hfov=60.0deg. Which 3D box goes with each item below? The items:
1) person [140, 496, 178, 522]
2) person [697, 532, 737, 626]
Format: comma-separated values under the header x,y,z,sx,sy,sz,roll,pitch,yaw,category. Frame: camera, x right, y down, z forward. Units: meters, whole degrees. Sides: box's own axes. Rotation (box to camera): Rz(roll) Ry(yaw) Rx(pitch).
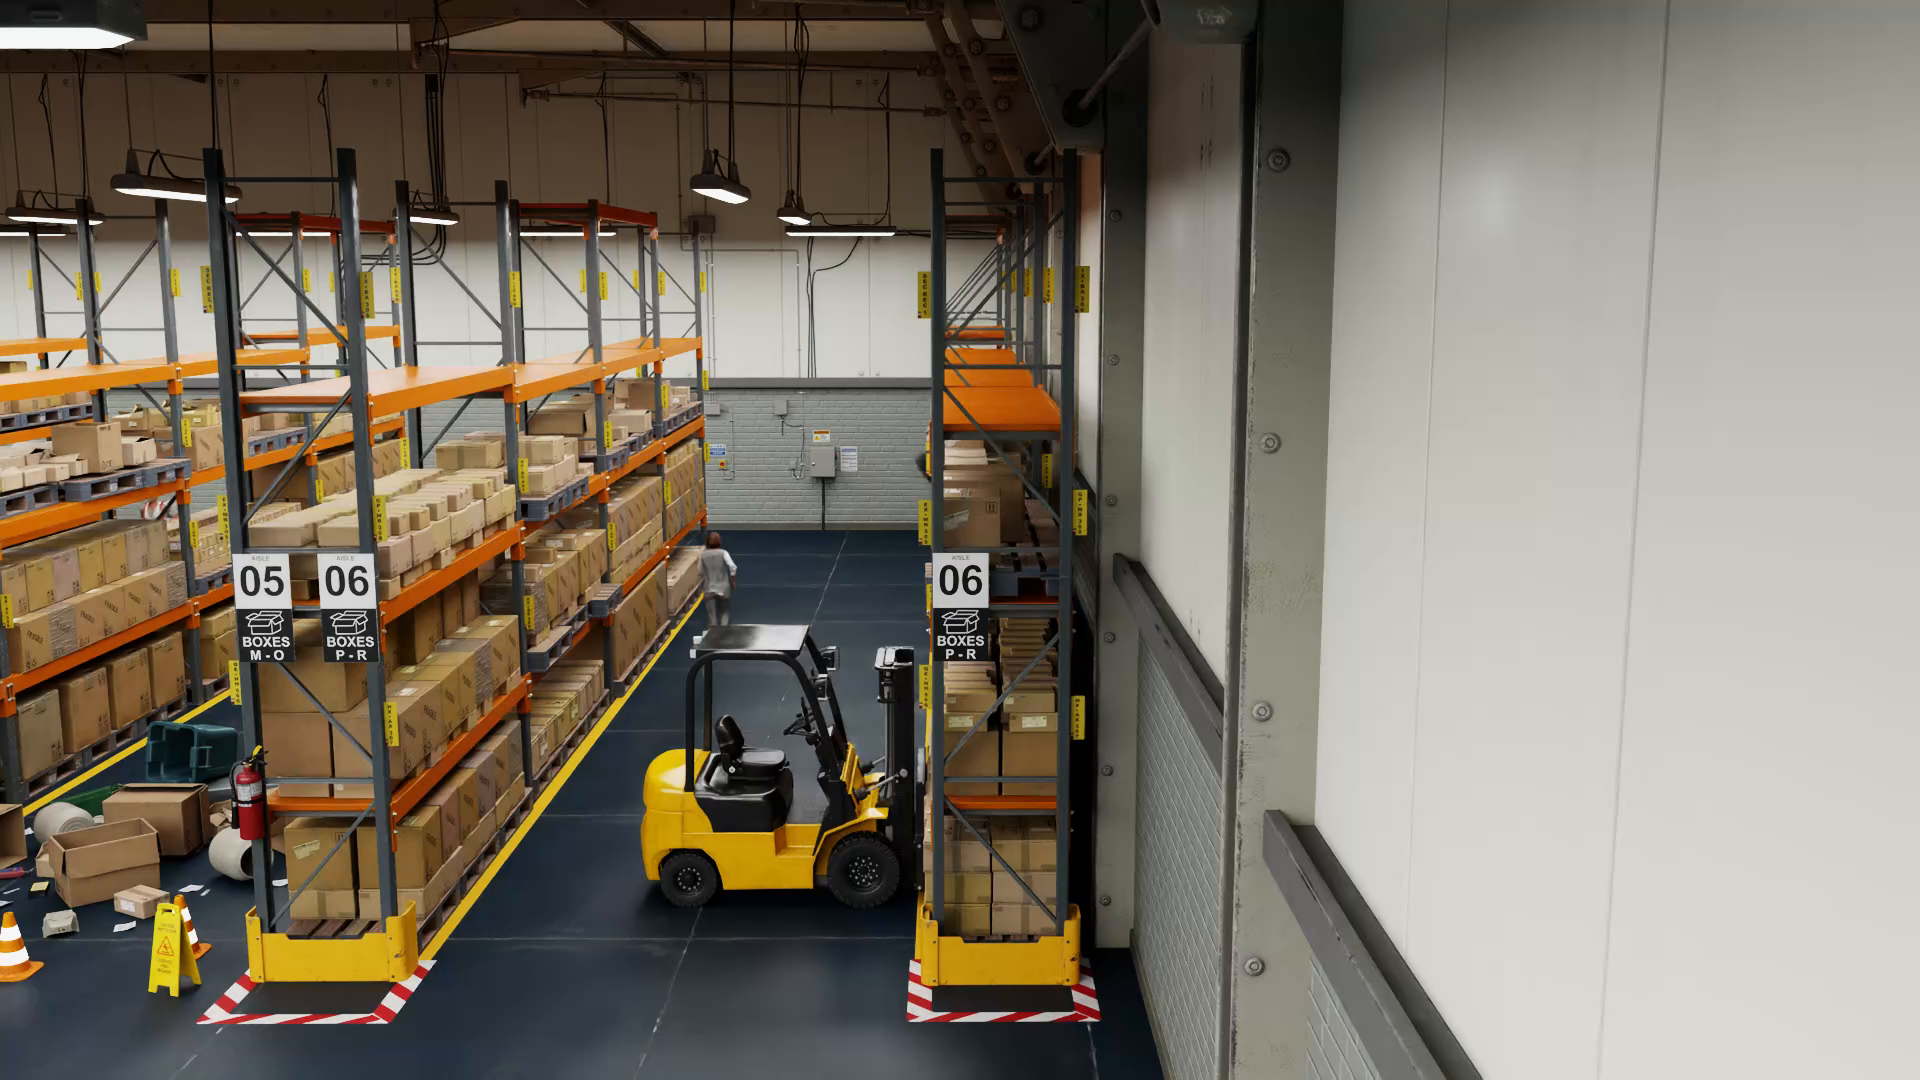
x,y,z,sx,sy,sz,roll,pitch,yaw,category
-12.904,0.007,26.818,0.665,1.793,0.907,-1,9,-6,person
-3.113,0.712,21.357,0.517,1.618,0.631,-1,9,-6,person
